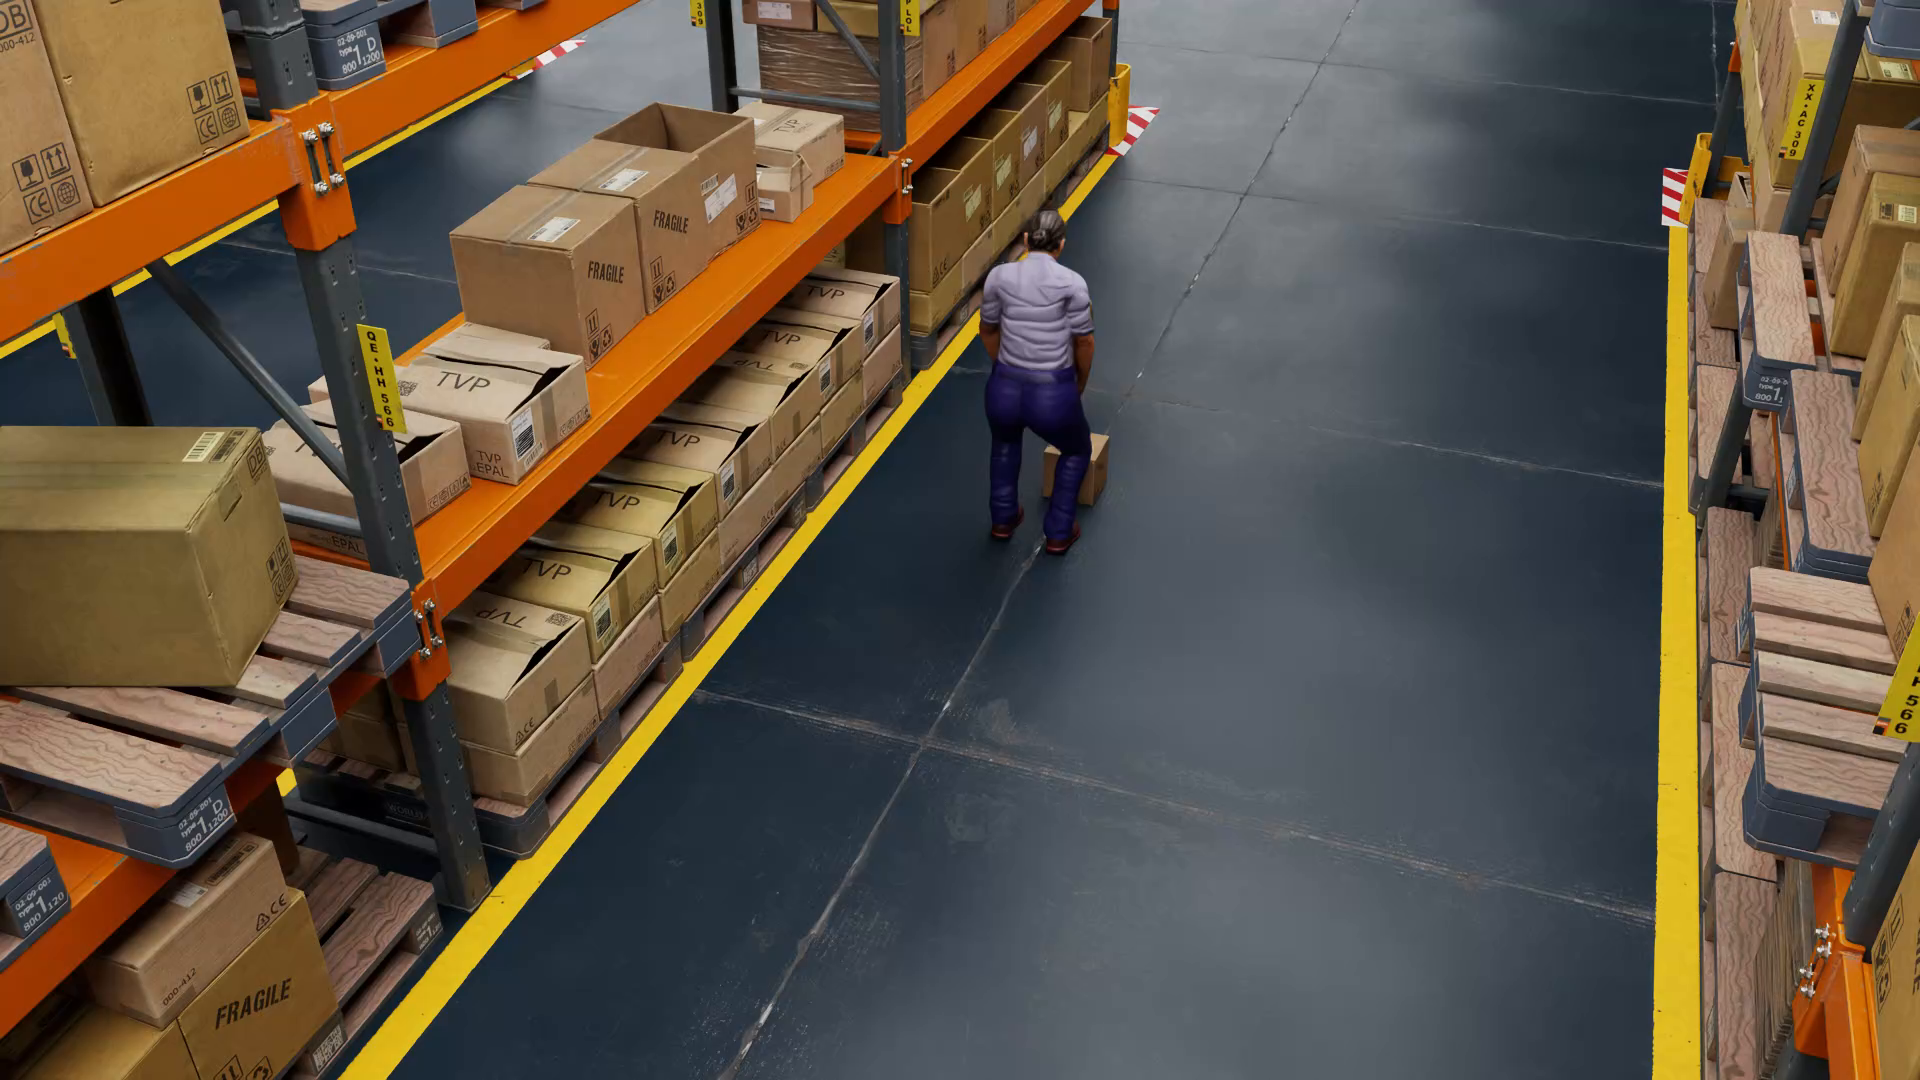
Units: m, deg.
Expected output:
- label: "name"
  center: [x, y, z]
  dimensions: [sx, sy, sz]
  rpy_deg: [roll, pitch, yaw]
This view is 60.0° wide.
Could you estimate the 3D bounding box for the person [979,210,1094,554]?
- label: "person"
  center: [0.313, -0.665, 7.297]
  dimensions: [0.522, 1.511, 0.529]
  rpy_deg: [12, 35, 17]
